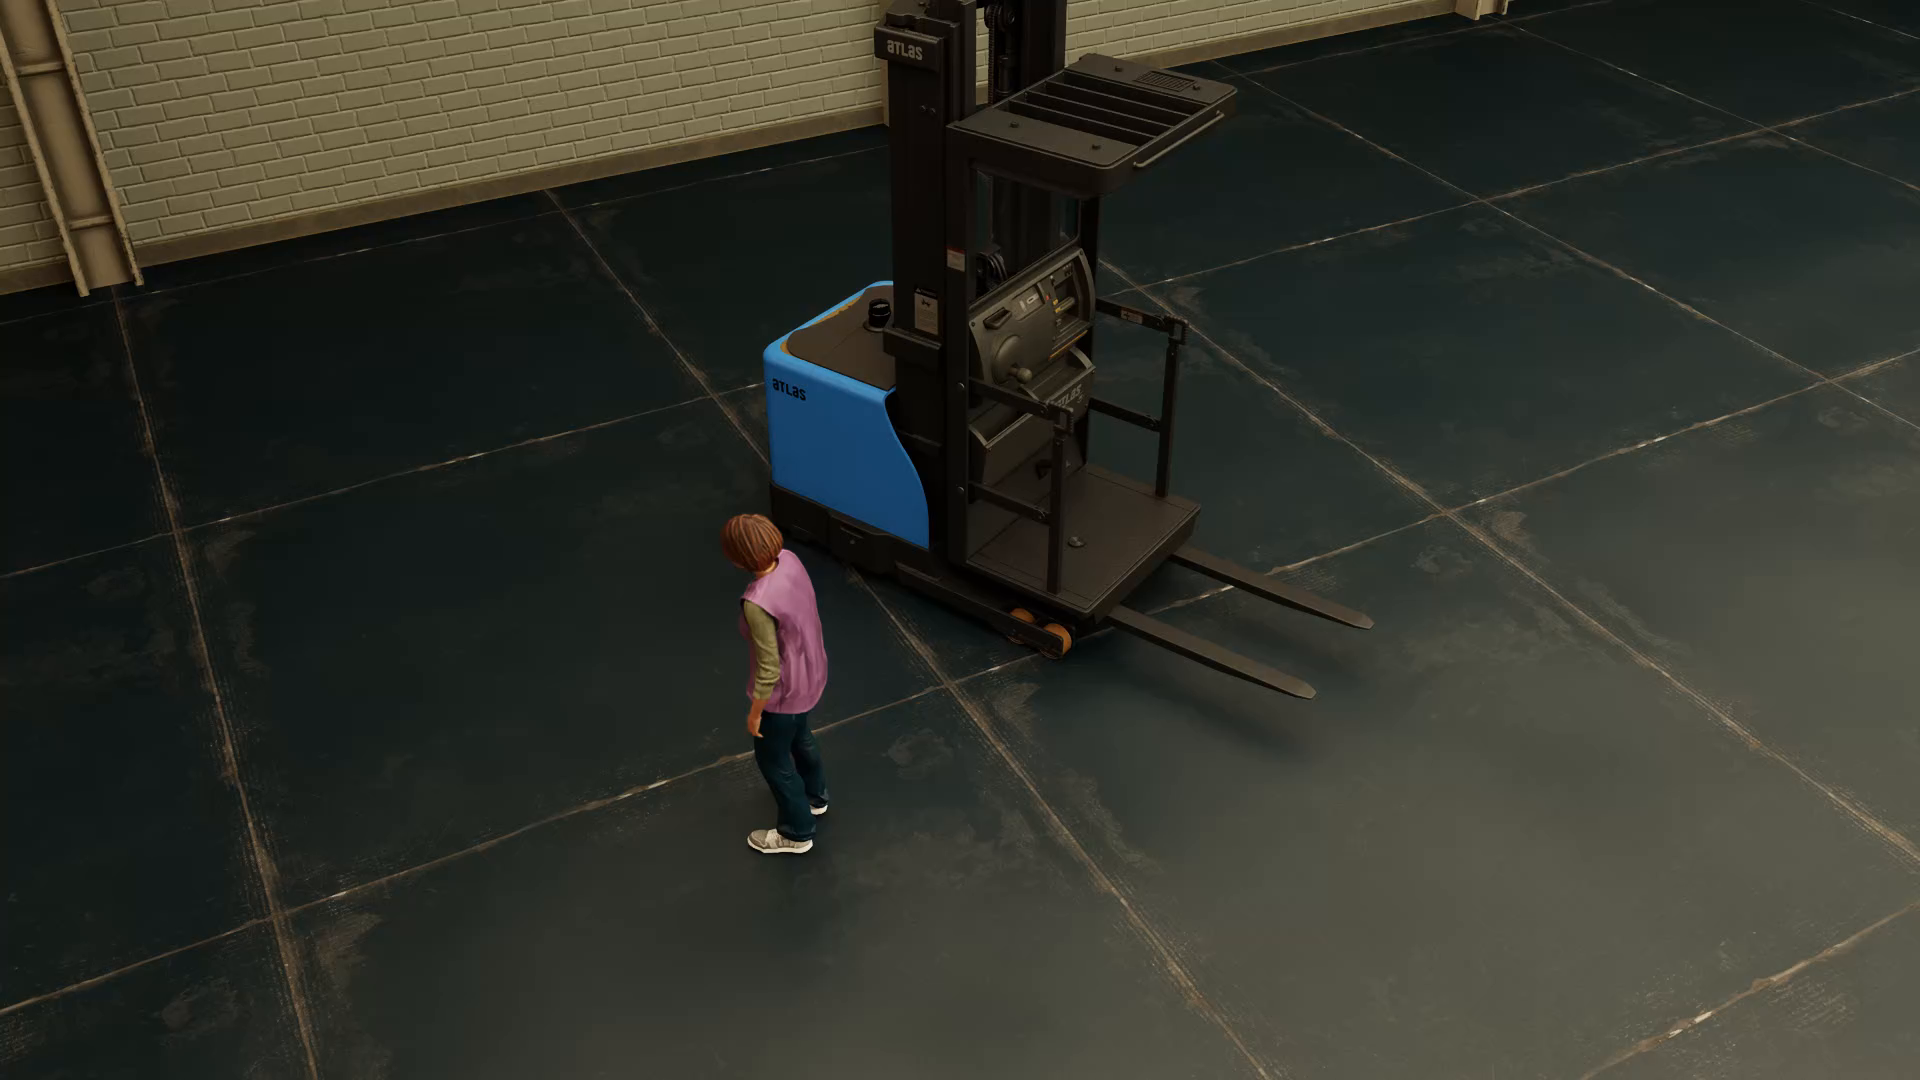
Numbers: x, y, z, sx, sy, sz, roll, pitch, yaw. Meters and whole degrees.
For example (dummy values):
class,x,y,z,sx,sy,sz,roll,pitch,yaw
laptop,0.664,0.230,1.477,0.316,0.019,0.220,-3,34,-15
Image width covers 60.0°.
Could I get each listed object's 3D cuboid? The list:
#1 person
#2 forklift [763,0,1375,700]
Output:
class,x,y,z,sx,sy,sz,roll,pitch,yaw
person,-0.697,0.566,6.483,0.347,1.592,0.478,9,36,13
forklift,0.508,-0.985,7.517,3.031,2.935,1.130,23,41,29
